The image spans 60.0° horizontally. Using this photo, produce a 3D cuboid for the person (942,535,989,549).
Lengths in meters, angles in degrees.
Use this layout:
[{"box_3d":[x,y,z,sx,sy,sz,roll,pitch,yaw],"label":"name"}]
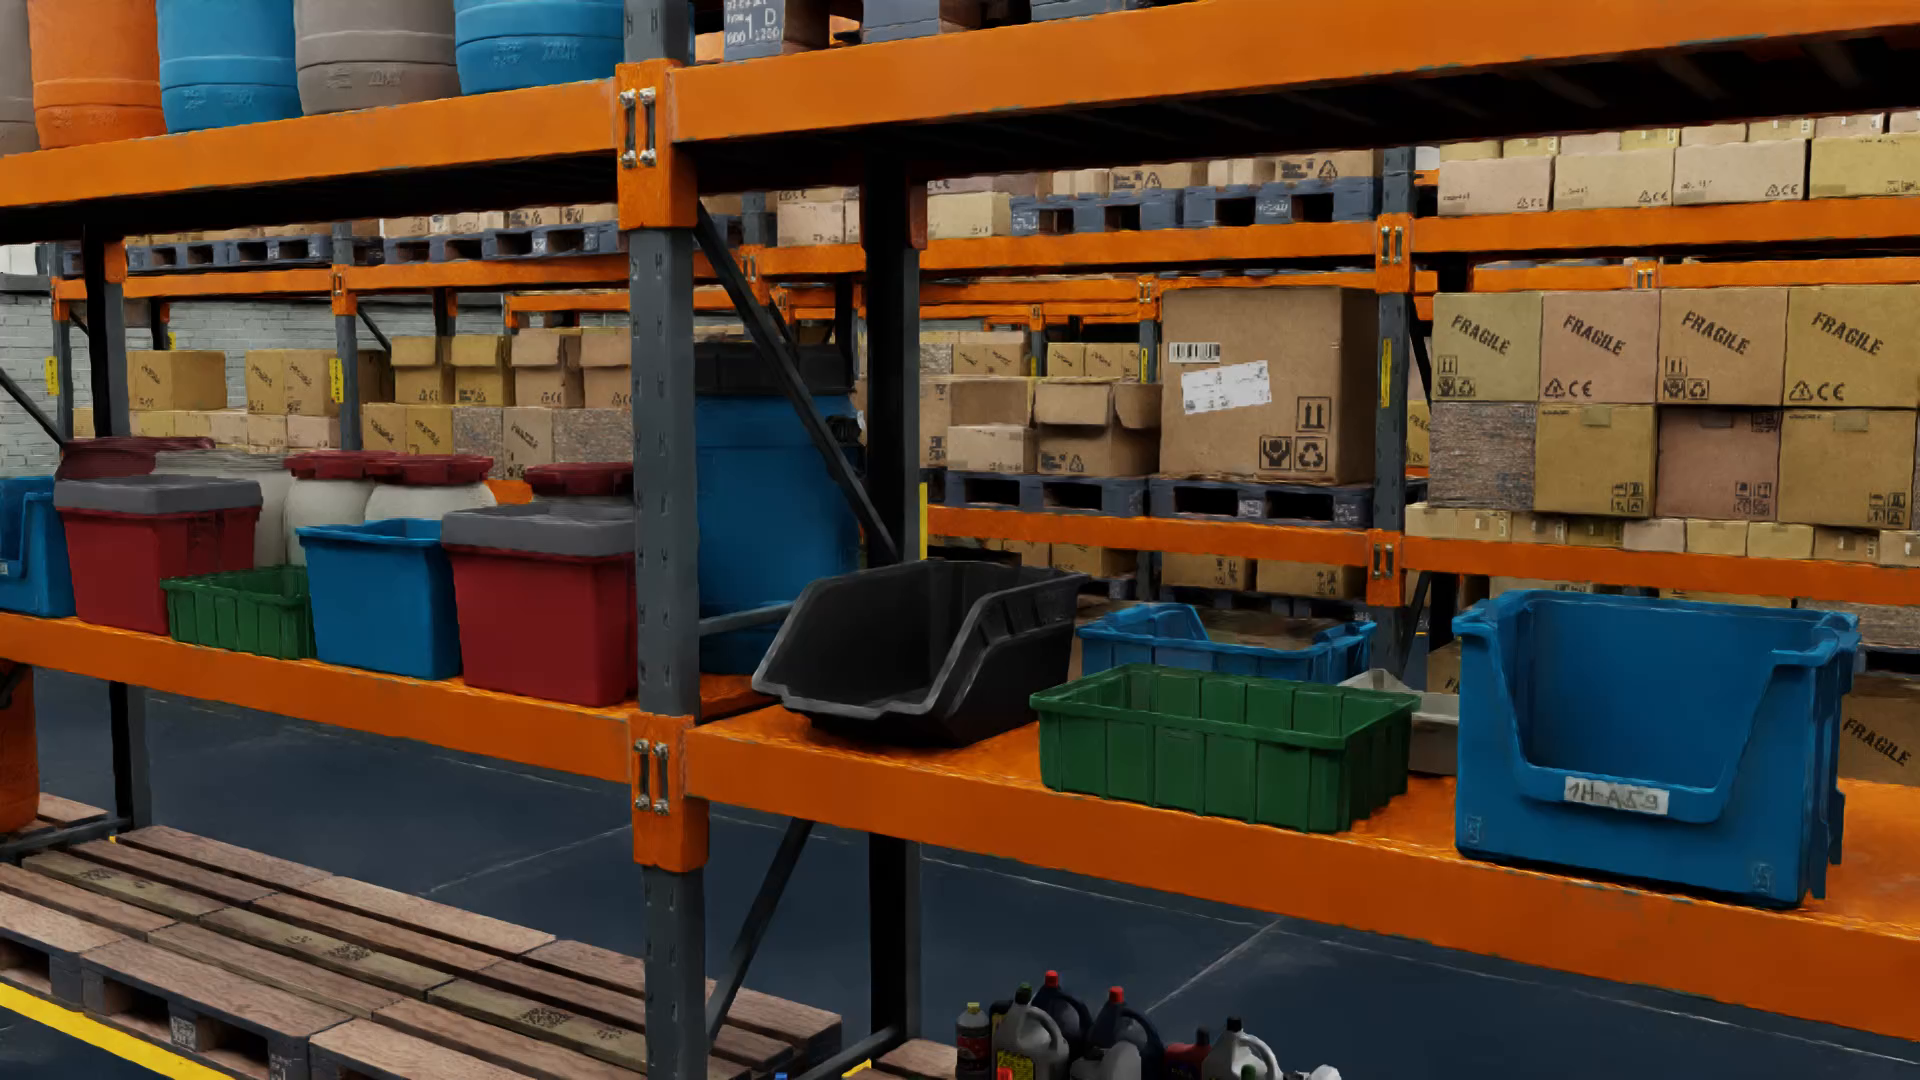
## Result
[{"box_3d":[0.070,-0.084,12.647,0.398,1.668,0.591,-3,7,-23],"label":"person"}]
